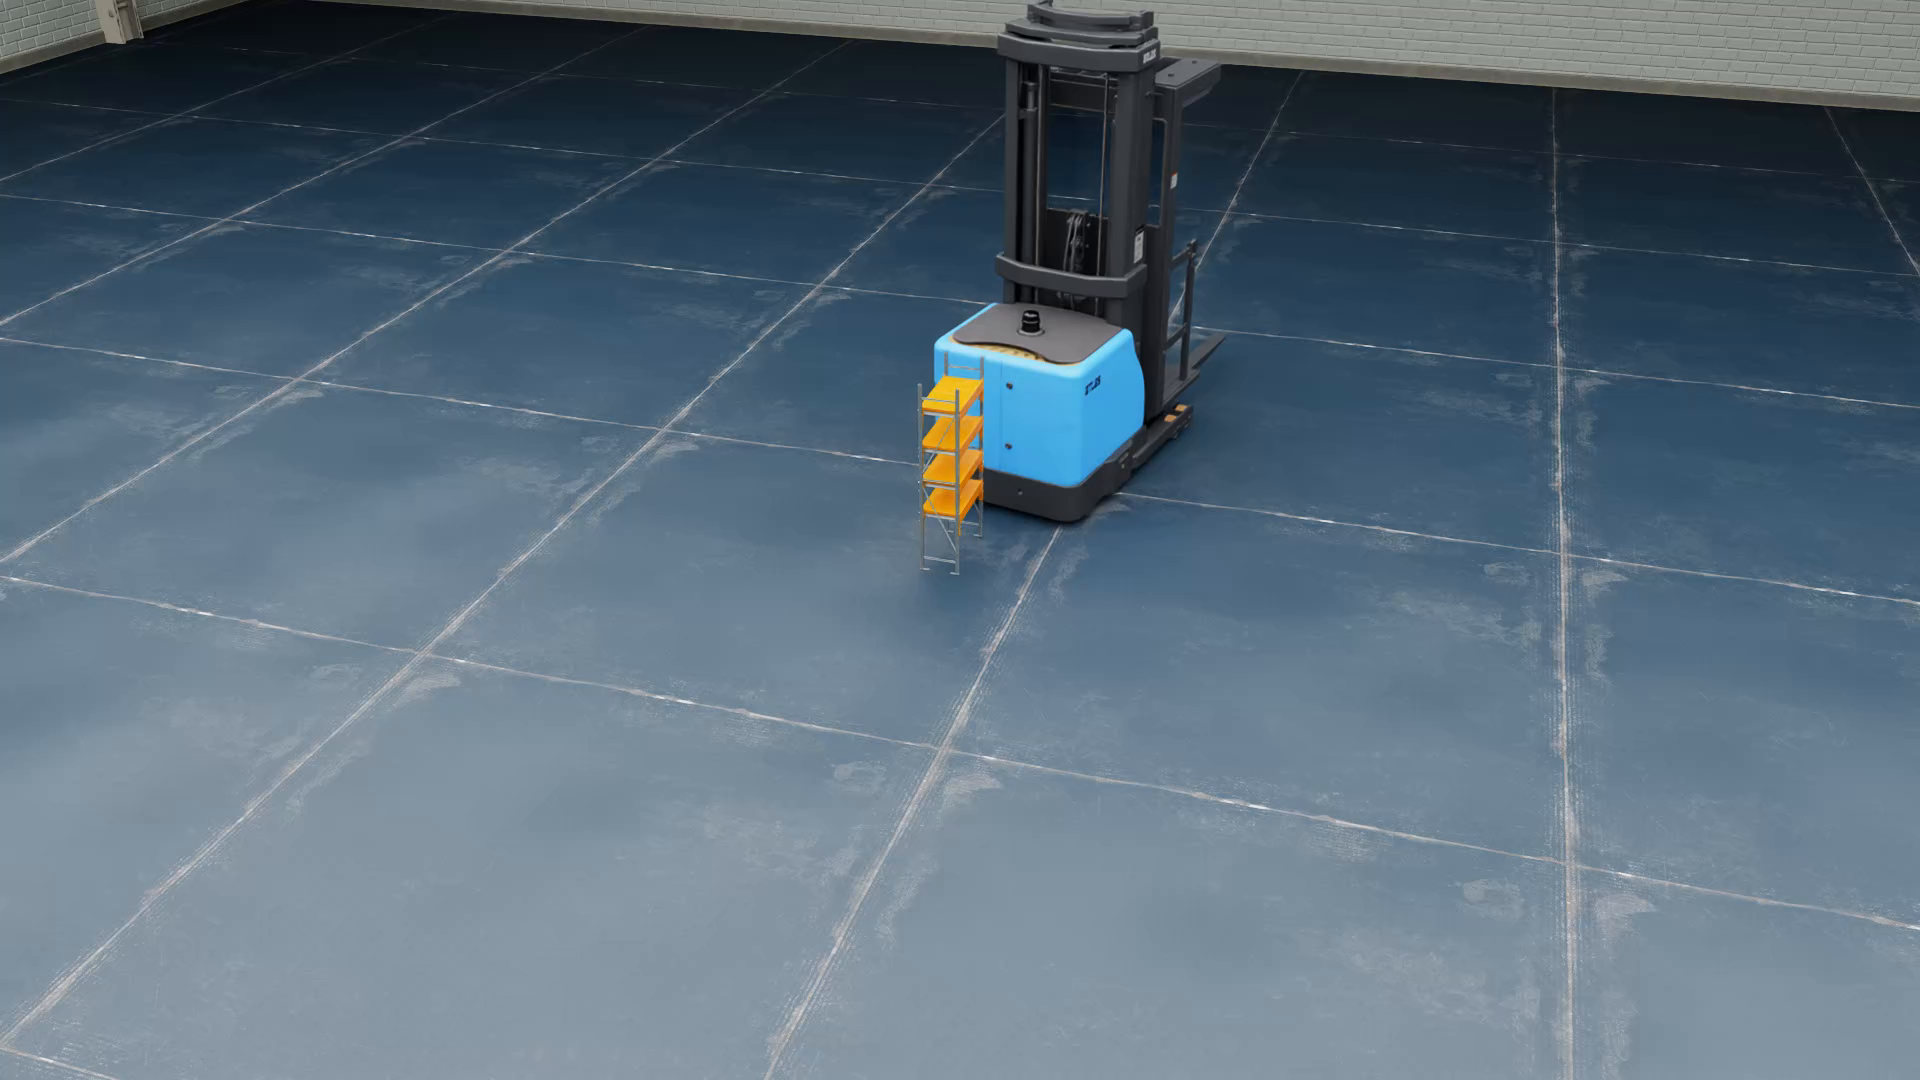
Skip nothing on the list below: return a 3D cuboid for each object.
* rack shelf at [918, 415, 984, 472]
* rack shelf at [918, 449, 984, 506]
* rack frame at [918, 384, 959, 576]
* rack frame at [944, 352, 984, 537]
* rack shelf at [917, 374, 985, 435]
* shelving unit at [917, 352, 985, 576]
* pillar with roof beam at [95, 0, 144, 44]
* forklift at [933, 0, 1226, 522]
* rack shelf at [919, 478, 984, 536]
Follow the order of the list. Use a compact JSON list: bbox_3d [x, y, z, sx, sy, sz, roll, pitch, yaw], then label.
[{"bbox_3d":[-0.049,-0.584,9.744,0.258,0.148,0.480,8,30,15],"label":"rack shelf"},{"bbox_3d":[-0.049,-0.389,9.853,0.258,0.148,0.480,8,30,15],"label":"rack shelf"},{"bbox_3d":[-0.120,-0.334,9.616,0.240,1.200,0.015,8,30,15],"label":"rack frame"},{"bbox_3d":[0.023,-0.561,10.024,0.240,1.200,0.015,8,30,15],"label":"rack frame"},{"bbox_3d":[-0.049,-0.791,9.629,0.258,0.148,0.480,8,30,15],"label":"rack shelf"},{"bbox_3d":[-0.049,-0.447,9.820,0.258,1.200,0.503,8,30,15],"label":"shelving unit"},{"bbox_3d":[-7.097,-10.029,19.022,9.100,9.000,0.400,8,30,15],"label":"pillar with roof beam"},{"bbox_3d":[0.982,-2.080,10.973,1.130,2.935,3.031,15,32,25],"label":"forklift"},{"bbox_3d":[-0.049,-0.215,9.949,0.258,0.148,0.480,8,30,15],"label":"rack shelf"}]
